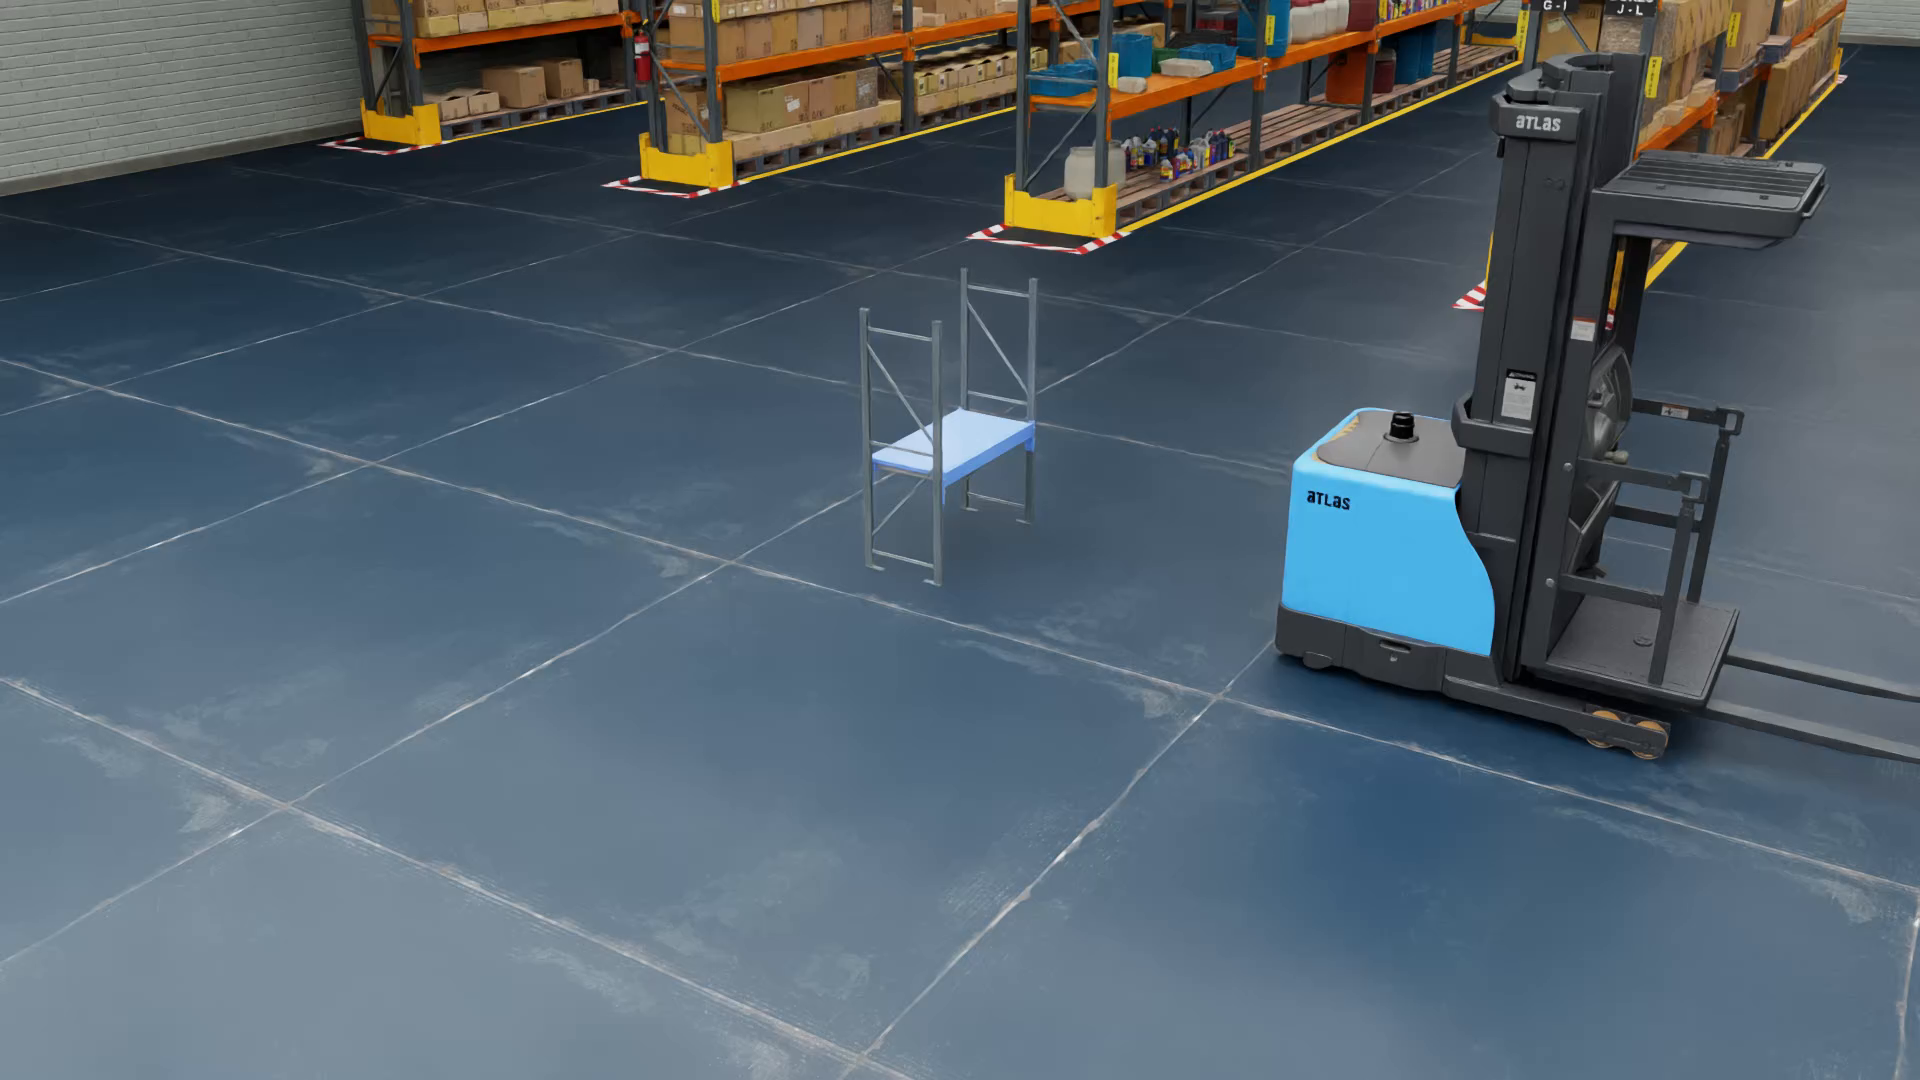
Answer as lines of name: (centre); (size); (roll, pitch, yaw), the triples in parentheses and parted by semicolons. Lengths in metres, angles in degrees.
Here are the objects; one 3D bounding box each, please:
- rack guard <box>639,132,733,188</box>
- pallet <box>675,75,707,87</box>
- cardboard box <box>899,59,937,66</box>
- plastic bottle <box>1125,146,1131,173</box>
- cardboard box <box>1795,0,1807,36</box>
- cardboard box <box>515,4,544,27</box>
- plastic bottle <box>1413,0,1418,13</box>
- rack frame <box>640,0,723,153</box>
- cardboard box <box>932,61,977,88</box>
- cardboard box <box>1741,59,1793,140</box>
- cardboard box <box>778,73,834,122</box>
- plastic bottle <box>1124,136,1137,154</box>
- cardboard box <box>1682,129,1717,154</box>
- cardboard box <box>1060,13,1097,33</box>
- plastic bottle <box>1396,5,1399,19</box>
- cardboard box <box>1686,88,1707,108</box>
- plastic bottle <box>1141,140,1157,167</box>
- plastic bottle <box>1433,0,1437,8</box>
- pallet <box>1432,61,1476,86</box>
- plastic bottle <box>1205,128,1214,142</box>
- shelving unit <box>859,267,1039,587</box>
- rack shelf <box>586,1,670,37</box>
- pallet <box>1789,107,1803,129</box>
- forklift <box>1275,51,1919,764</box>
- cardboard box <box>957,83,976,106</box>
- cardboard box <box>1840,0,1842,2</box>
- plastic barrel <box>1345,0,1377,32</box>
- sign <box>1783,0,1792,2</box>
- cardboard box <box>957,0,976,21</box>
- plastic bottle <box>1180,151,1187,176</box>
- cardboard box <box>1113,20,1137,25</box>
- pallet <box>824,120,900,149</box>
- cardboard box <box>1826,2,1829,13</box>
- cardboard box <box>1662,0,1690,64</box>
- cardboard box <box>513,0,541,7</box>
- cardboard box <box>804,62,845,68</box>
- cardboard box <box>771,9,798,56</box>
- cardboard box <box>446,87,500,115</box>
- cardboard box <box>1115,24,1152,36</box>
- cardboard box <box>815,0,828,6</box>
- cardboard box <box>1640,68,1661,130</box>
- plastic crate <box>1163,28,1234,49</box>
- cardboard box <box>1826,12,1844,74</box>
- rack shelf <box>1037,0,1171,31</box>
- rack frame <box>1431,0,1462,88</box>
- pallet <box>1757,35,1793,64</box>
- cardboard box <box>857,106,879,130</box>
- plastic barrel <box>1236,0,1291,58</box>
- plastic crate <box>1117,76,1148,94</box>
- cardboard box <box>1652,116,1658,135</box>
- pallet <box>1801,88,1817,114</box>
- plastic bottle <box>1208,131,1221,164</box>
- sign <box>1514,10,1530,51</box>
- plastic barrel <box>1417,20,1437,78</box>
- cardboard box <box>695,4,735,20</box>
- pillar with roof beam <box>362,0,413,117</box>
rack guard: (-3.194, -4.444, 19.385); (1.175, 0.500, 0.348); (14, 27, 29)
pallet: (-4.230, -7.383, 26.538); (1.003, 0.211, 1.213); (14, 27, 29)
cardboard box: (-0.567, -6.679, 23.629); (0.500, 0.311, 0.500); (14, 27, 29)
plastic bottle: (1.868, -4.284, 18.735); (0.061, 0.283, 0.133); (14, 27, 29)
cardboard box: (10.743, -6.891, 21.767); (0.500, 0.500, 0.500); (14, 27, 29)
cardboard box: (-6.060, -7.193, 22.754); (0.500, 0.250, 0.500); (14, 27, 29)
plastic bottle: (6.567, -7.836, 24.138); (0.144, 0.351, 0.185); (14, 27, 29)
rack frame: (-3.181, -5.599, 18.907); (1.000, 3.000, 0.127); (14, 27, 29)
cardboard box: (-0.101, -6.567, 23.371); (0.500, 0.311, 0.500); (13, 27, 27)
cardboard box: (9.834, -5.668, 21.213); (1.225, 0.875, 0.875); (12, 26, 27)
cardboard box: (-1.916, -5.514, 20.700); (0.500, 0.500, 0.500); (14, 27, 29)
plastic bottle: (1.935, -4.440, 19.012); (0.144, 0.351, 0.185); (15, 28, 31)
cardboard box: (7.953, -4.286, 18.468); (0.700, 0.500, 0.500); (14, 27, 29)
cardboard box: (1.895, -8.429, 27.093); (0.500, 0.250, 0.500); (13, 27, 28)
plastic bottle: (6.147, -7.481, 23.506); (0.097, 0.201, 0.097); (0, 23, 0)
cardboard box: (7.119, -4.360, 16.363); (0.380, 0.149, 0.250); (14, 27, 29)
plastic bottle: (2.172, -4.446, 19.120); (0.152, 0.276, 0.135); (14, 27, 29)
plastic bottle: (7.050, -8.146, 24.853); (0.144, 0.351, 0.185); (14, 27, 29)
pallet: (7.710, -7.586, 27.008); (1.003, 0.211, 1.213); (14, 27, 29)
plastic bottle: (2.918, -4.648, 19.492); (0.144, 0.351, 0.185); (14, 27, 29)
shelving unit: (-0.045, -0.659, 9.386); (0.538, 1.500, 1.048); (14, 27, 29)
rack shelf: (-4.227, -8.331, 26.123); (1.077, 0.370, 4.000); (14, 27, 29)
pallet: (11.220, -6.016, 23.381); (1.003, 0.211, 1.213); (14, 27, 29)
forklift: (3.110, -0.601, 7.449); (3.031, 2.935, 1.130); (13, 27, 28)
cardboard box: (-0.106, -6.312, 23.486); (0.500, 0.250, 0.500); (13, 27, 27)
cardboard box: (13.362, -8.360, 25.603); (0.380, 0.149, 0.250); (14, 27, 30)
plastic barrel: (5.257, -7.102, 22.208); (0.600, 0.536, 0.708); (14, 27, 29)
sign: (9.919, -6.606, 19.877); (0.100, 0.325, 0.005); (14, 27, 29)
cardboard box: (-0.110, -7.597, 23.398); (0.500, 0.500, 0.500); (14, 27, 29)
plastic bottle: (2.480, -4.205, 18.569); (0.097, 0.271, 0.097); (0, 23, 0)
cardboard box: (2.686, -8.592, 28.413); (0.500, 0.500, 0.500); (13, 26, 27)
pallet: (-1.526, -5.410, 21.980); (1.003, 0.211, 1.213); (14, 27, 29)
cardboard box: (12.416, -7.753, 24.201); (0.380, 0.149, 0.250); (13, 27, 28)
cardboard box: (6.024, -4.459, 14.515); (0.500, 0.500, 0.500); (14, 27, 29)
cardboard box: (-6.075, -7.533, 22.595); (0.500, 0.500, 0.500); (15, 27, 31)
cardboard box: (-1.839, -5.963, 21.736); (0.500, 0.500, 0.500); (14, 27, 29)
cardboard box: (-2.384, -6.144, 20.041); (0.700, 0.500, 0.500); (14, 27, 29)
cardboard box: (-6.650, -6.011, 22.690); (0.500, 0.311, 0.500); (16, 28, 33)
cardboard box: (2.864, -8.312, 27.768); (0.500, 0.500, 0.500); (14, 27, 29)
cardboard box: (-1.841, -6.637, 20.364); (0.380, 0.149, 0.250); (15, 28, 31)
cardboard box: (5.546, -3.884, 14.446); (0.875, 0.500, 0.500); (14, 27, 29)
plastic crate: (2.751, -5.731, 19.291); (0.767, 0.338, 0.504); (14, 27, 29)
cardboard box: (13.403, -7.907, 26.384); (0.875, 0.875, 0.875); (14, 27, 29)
rack shelf: (2.094, -8.644, 26.847); (1.077, 0.370, 4.000); (14, 27, 29)
rack frame: (7.355, -8.610, 25.862); (1.000, 3.000, 0.127); (14, 27, 29)
pallet: (9.167, -5.871, 19.777); (1.213, 0.211, 1.003); (14, 27, 29)
cardboard box: (-1.402, -5.511, 21.636); (0.500, 0.250, 0.500); (14, 27, 29)
plastic barrel: (3.596, -6.207, 19.680); (0.600, 0.901, 0.708); (14, 27, 29)
plastic crate: (1.770, -4.673, 17.101); (0.298, 0.136, 0.250); (14, 27, 29)
cardboard box: (5.993, -3.703, 14.844); (0.380, 0.149, 0.250); (14, 27, 29)
pallet: (12.030, -6.532, 24.574); (1.003, 0.211, 1.213); (14, 27, 29)
plastic bottle: (2.939, -4.553, 19.273); (0.144, 0.351, 0.185); (12, 26, 26)
sign: (4.772, -4.321, 14.101); (0.100, 0.325, 0.005); (14, 27, 29)
plastic barrel: (7.053, -7.659, 25.780); (0.600, 0.901, 0.708); (14, 27, 29)
cardboard box: (-2.791, -6.030, 18.960); (0.380, 0.149, 0.250); (14, 27, 29)
pillar with roof beam: (-4.100, -8.904, 18.991); (9.100, 9.000, 0.400); (14, 27, 29)
